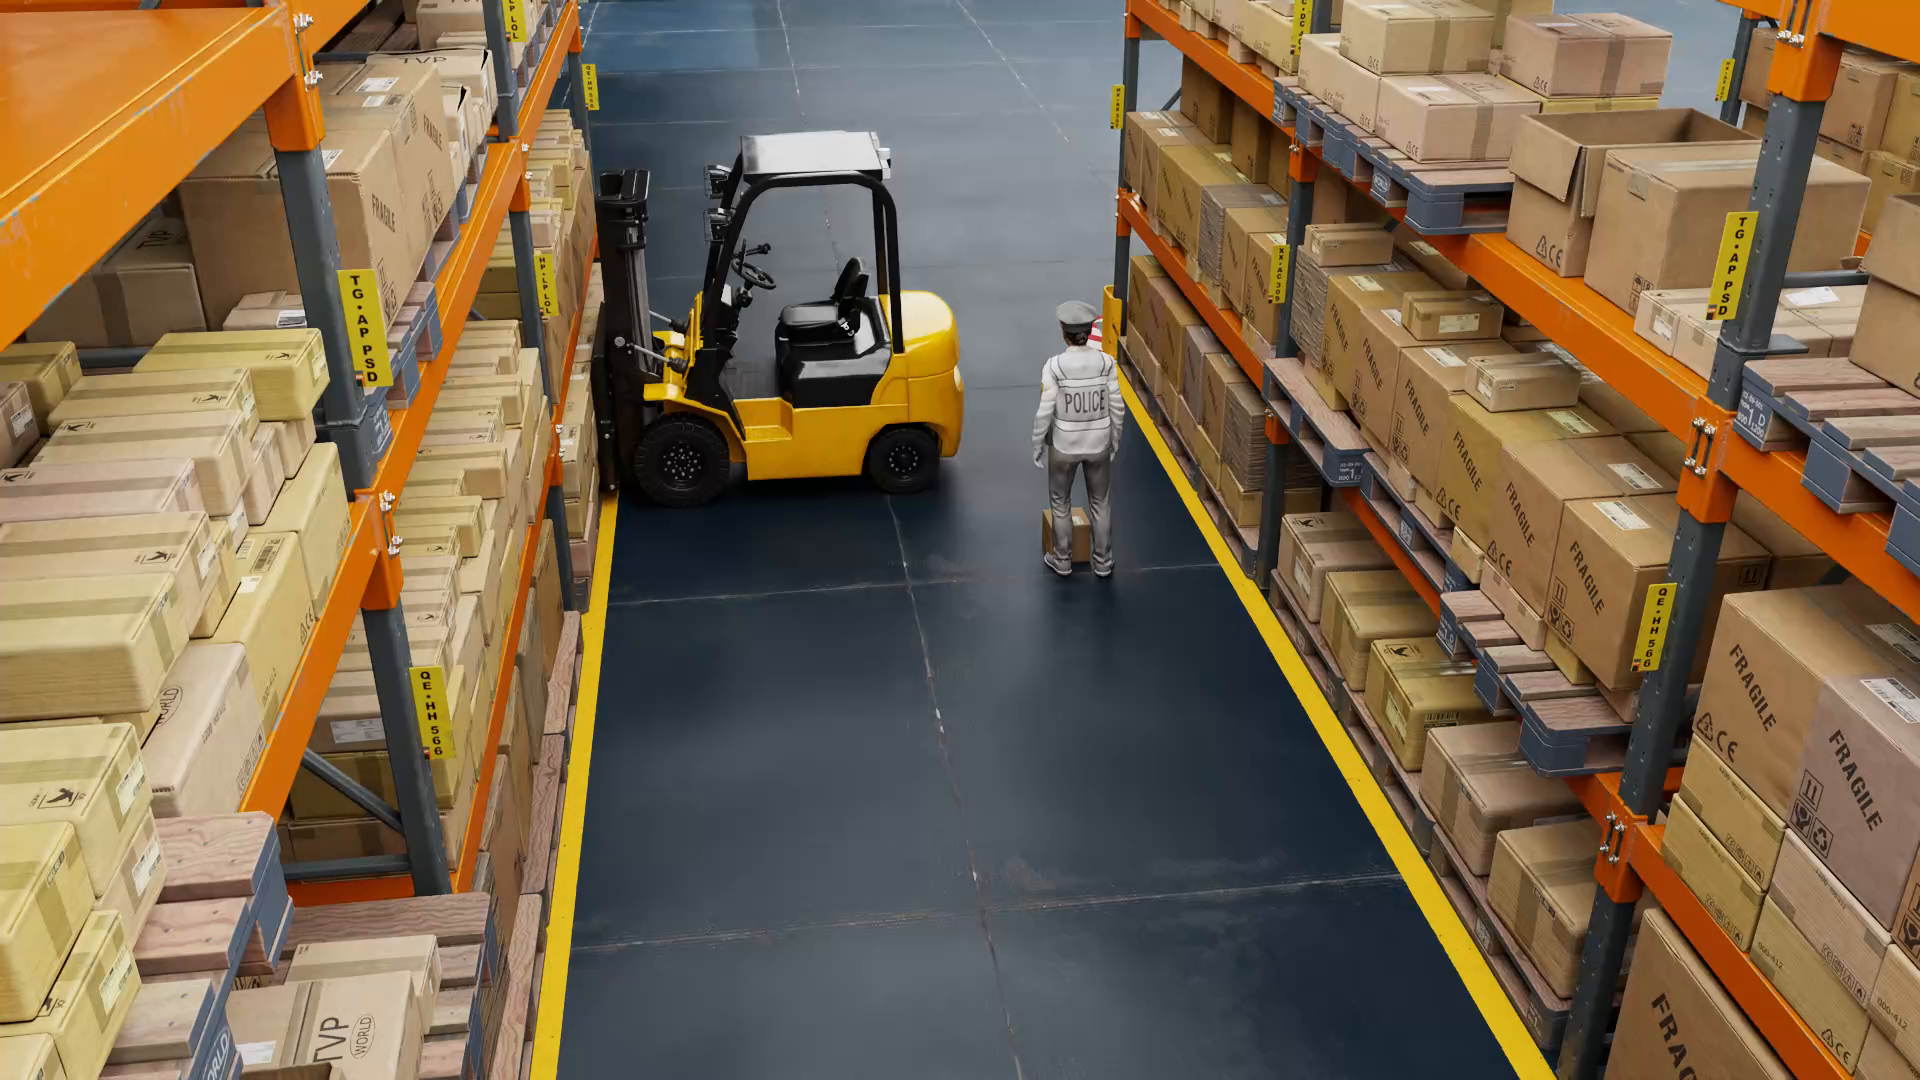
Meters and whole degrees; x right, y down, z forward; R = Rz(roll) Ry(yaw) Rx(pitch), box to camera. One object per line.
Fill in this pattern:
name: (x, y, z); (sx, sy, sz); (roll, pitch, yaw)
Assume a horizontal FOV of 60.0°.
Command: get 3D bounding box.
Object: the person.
person: (0.681, -0.557, 9.690); (0.545, 1.667, 0.407); (-5, 28, -9)
